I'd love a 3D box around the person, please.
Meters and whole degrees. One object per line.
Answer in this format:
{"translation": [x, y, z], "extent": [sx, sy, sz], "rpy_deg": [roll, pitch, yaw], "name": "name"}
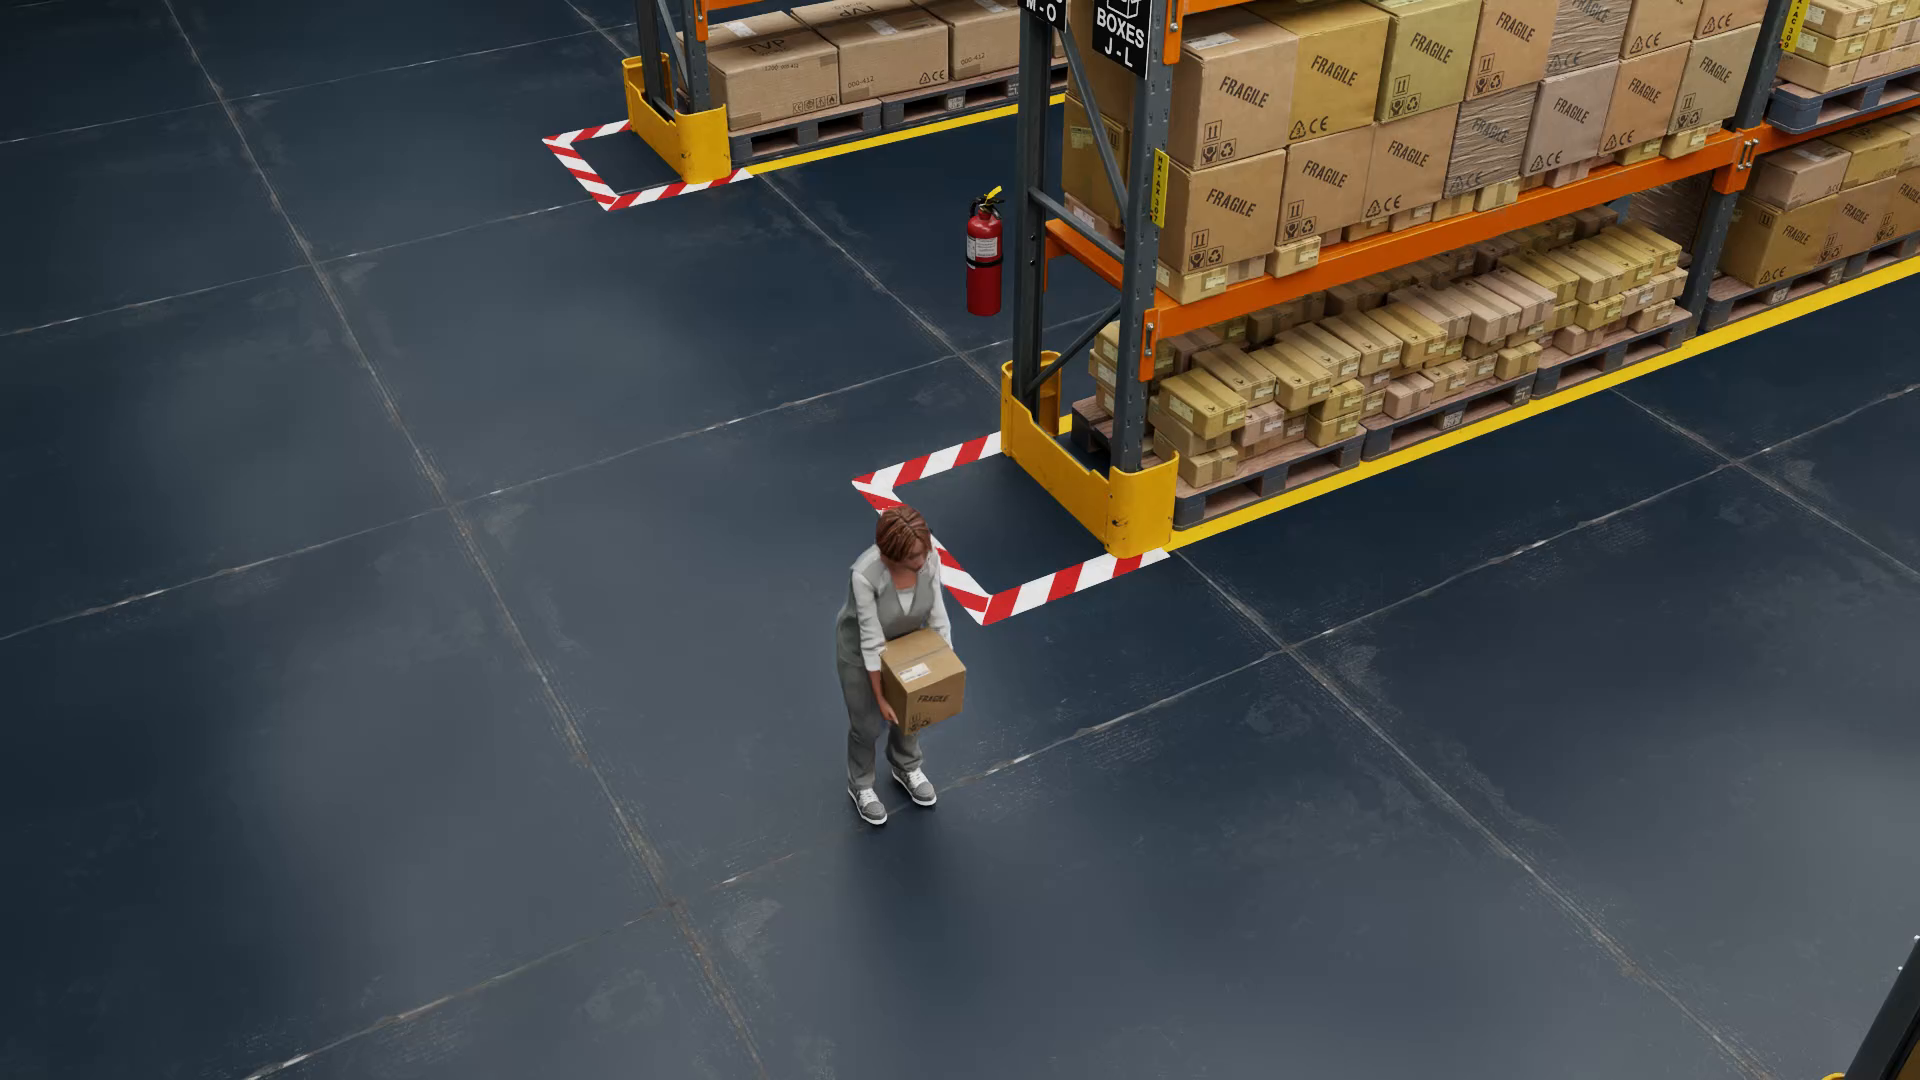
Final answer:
{"translation": [-0.249, 0.473, 6.347], "extent": [0.371, 1.562, 0.533], "rpy_deg": [-20, 42, -24], "name": "person"}
